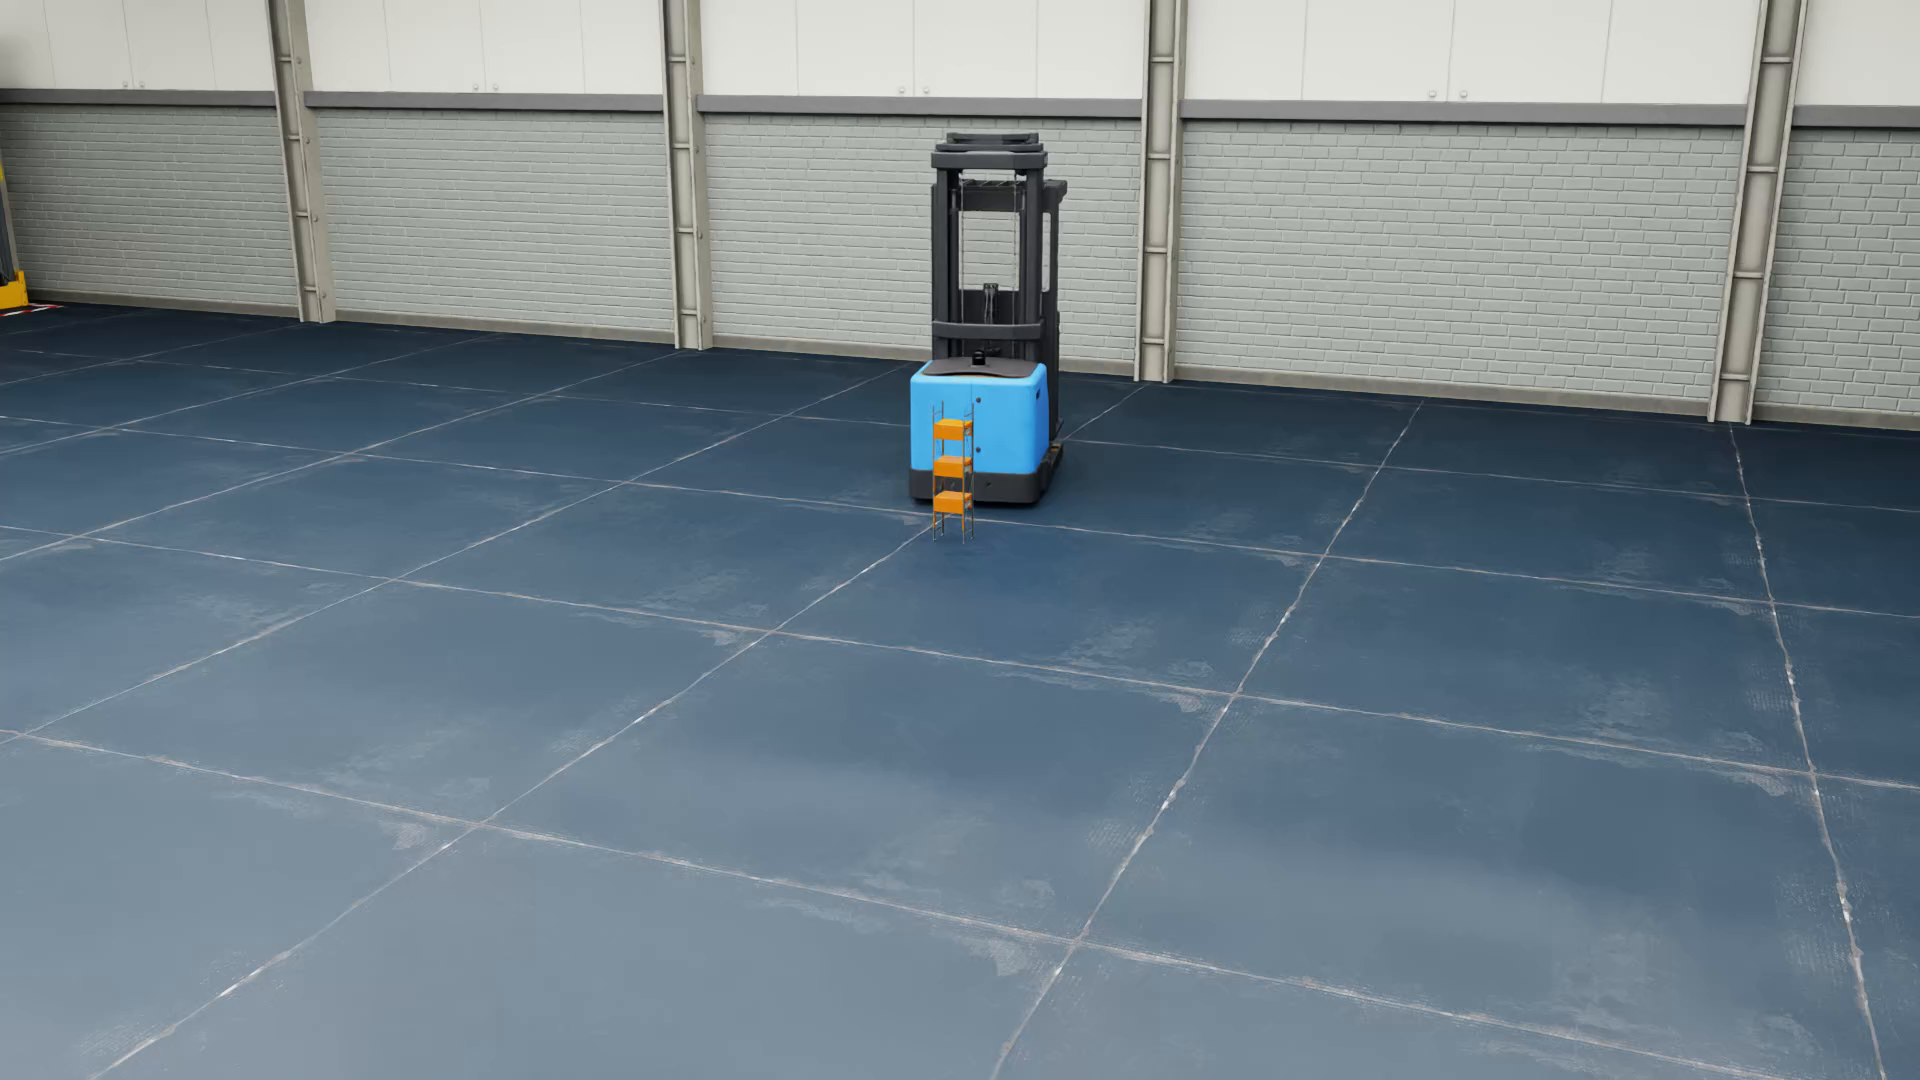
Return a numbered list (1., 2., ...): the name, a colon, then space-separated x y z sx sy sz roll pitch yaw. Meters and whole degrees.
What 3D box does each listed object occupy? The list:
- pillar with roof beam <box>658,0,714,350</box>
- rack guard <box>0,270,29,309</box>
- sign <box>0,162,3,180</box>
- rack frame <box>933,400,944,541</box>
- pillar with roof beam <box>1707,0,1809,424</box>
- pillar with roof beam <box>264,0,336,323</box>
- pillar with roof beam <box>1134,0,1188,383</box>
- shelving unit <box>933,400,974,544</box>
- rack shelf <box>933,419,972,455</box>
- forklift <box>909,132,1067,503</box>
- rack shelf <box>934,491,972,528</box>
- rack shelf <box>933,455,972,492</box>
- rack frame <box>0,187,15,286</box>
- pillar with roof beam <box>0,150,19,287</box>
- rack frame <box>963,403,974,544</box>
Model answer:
1. pillar with roof beam: -4.946 -5.649 15.993 0.400 9.000 9.100 6 17 21
2. rack guard: -14.190 -3.605 24.193 0.348 0.500 1.175 6 17 21
3. sign: -14.003 -5.405 24.215 0.005 0.325 0.100 6 17 21
4. rack frame: -0.163 -0.522 12.589 0.008 1.050 0.200 6 17 21
5. pillar with roof beam: 6.217 -4.422 11.765 0.400 9.000 9.100 6 17 21
6. pillar with roof beam: -10.527 -6.263 18.107 0.400 9.000 9.100 6 17 21
7. pillar with roof beam: 0.636 -5.036 13.879 0.400 9.000 9.100 6 17 21
8. shelving unit: -0.050 -0.510 12.546 0.252 1.050 0.215 6 17 21
9. rack shelf: -0.050 -0.772 12.470 0.240 0.259 0.215 6 17 21
10. forklift: 0.337 -2.074 14.561 1.130 2.935 3.031 3 16 9
11. rack shelf: -0.050 -0.233 12.627 0.240 0.259 0.215 6 17 21
12. rack shelf: -0.050 -0.499 12.549 0.240 0.259 0.215 6 17 21
13. rack frame: -14.212 -4.807 23.853 0.127 3.000 1.000 6 17 21
14. pillar with roof beam: -16.109 -6.877 20.221 0.400 9.000 9.100 6 17 21
15. rack frame: 0.064 -0.497 12.503 0.008 1.050 0.200 6 17 21
